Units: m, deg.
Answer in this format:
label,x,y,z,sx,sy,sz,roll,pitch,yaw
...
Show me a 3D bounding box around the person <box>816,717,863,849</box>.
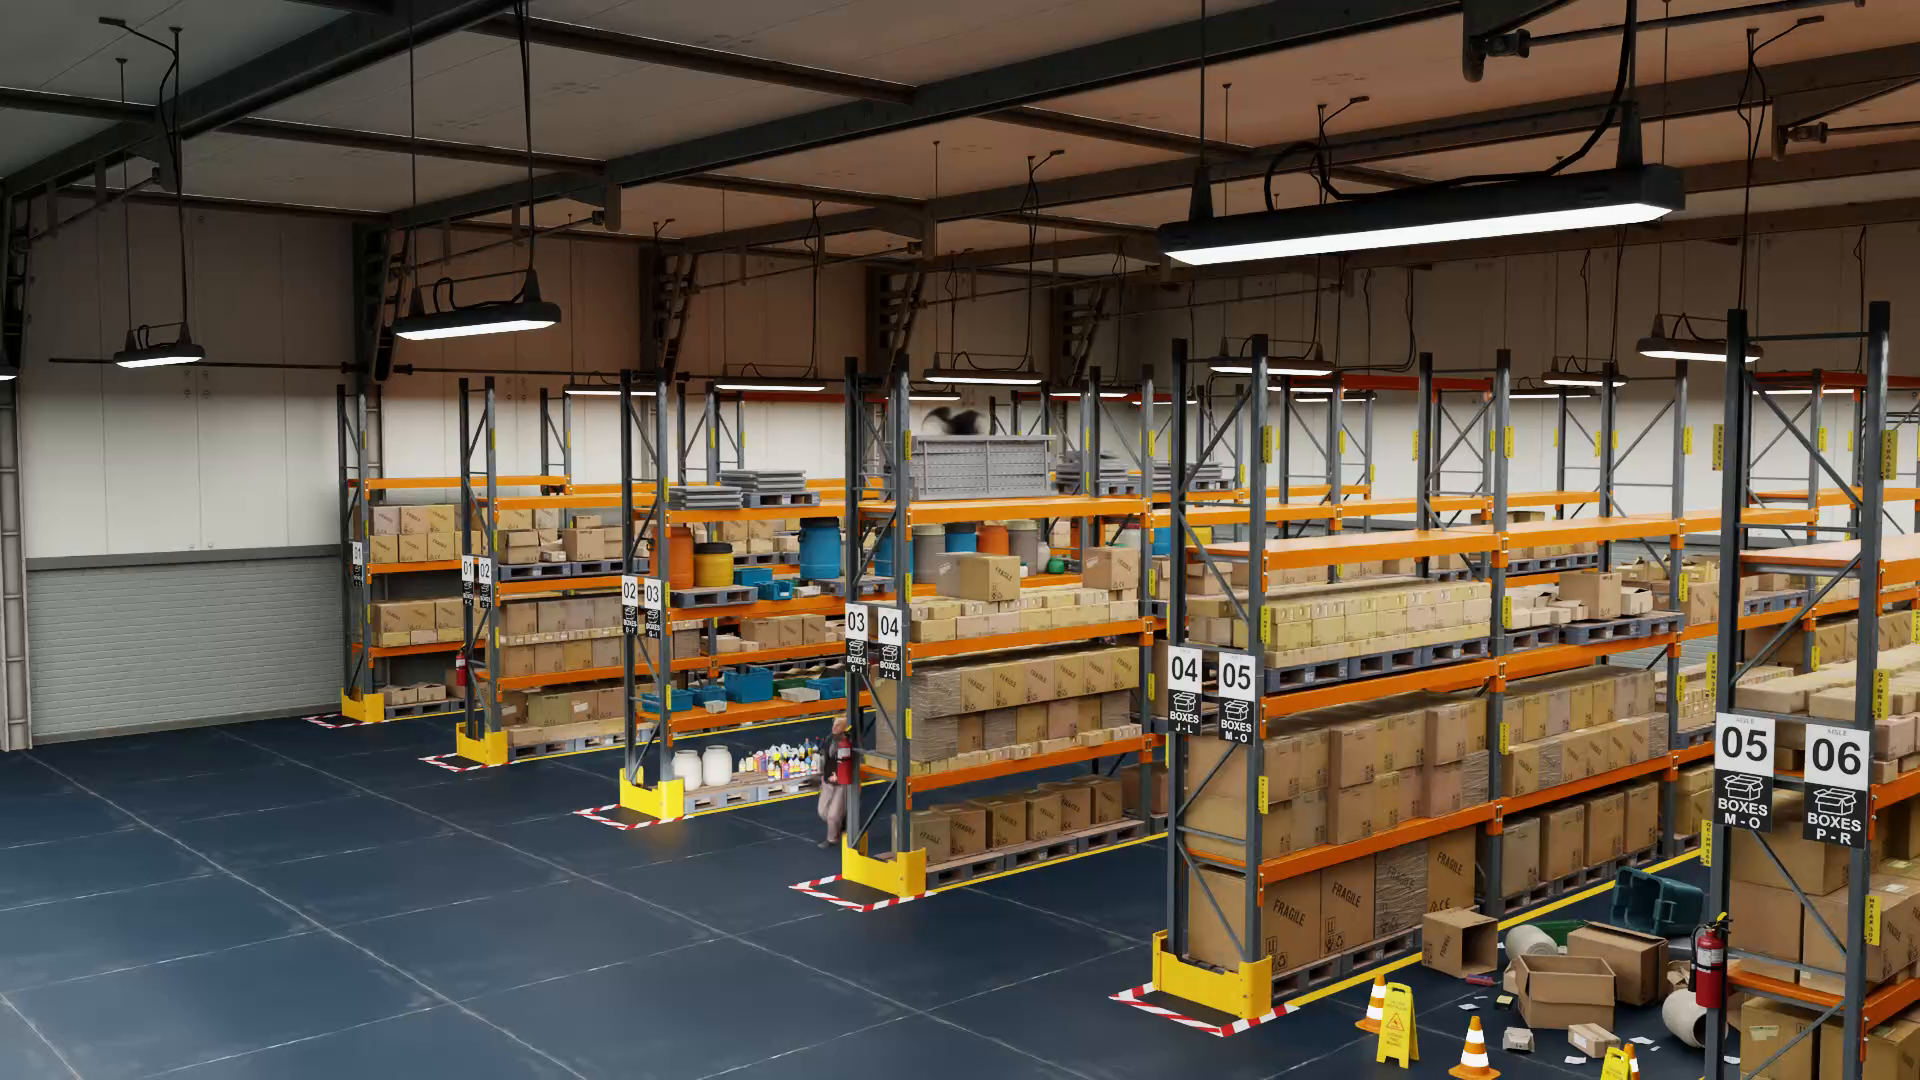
label,x,y,z,sx,sy,sz,roll,pitch,yaw
person,-1.454,2.999,20.562,0.644,1.662,0.594,3,5,35
